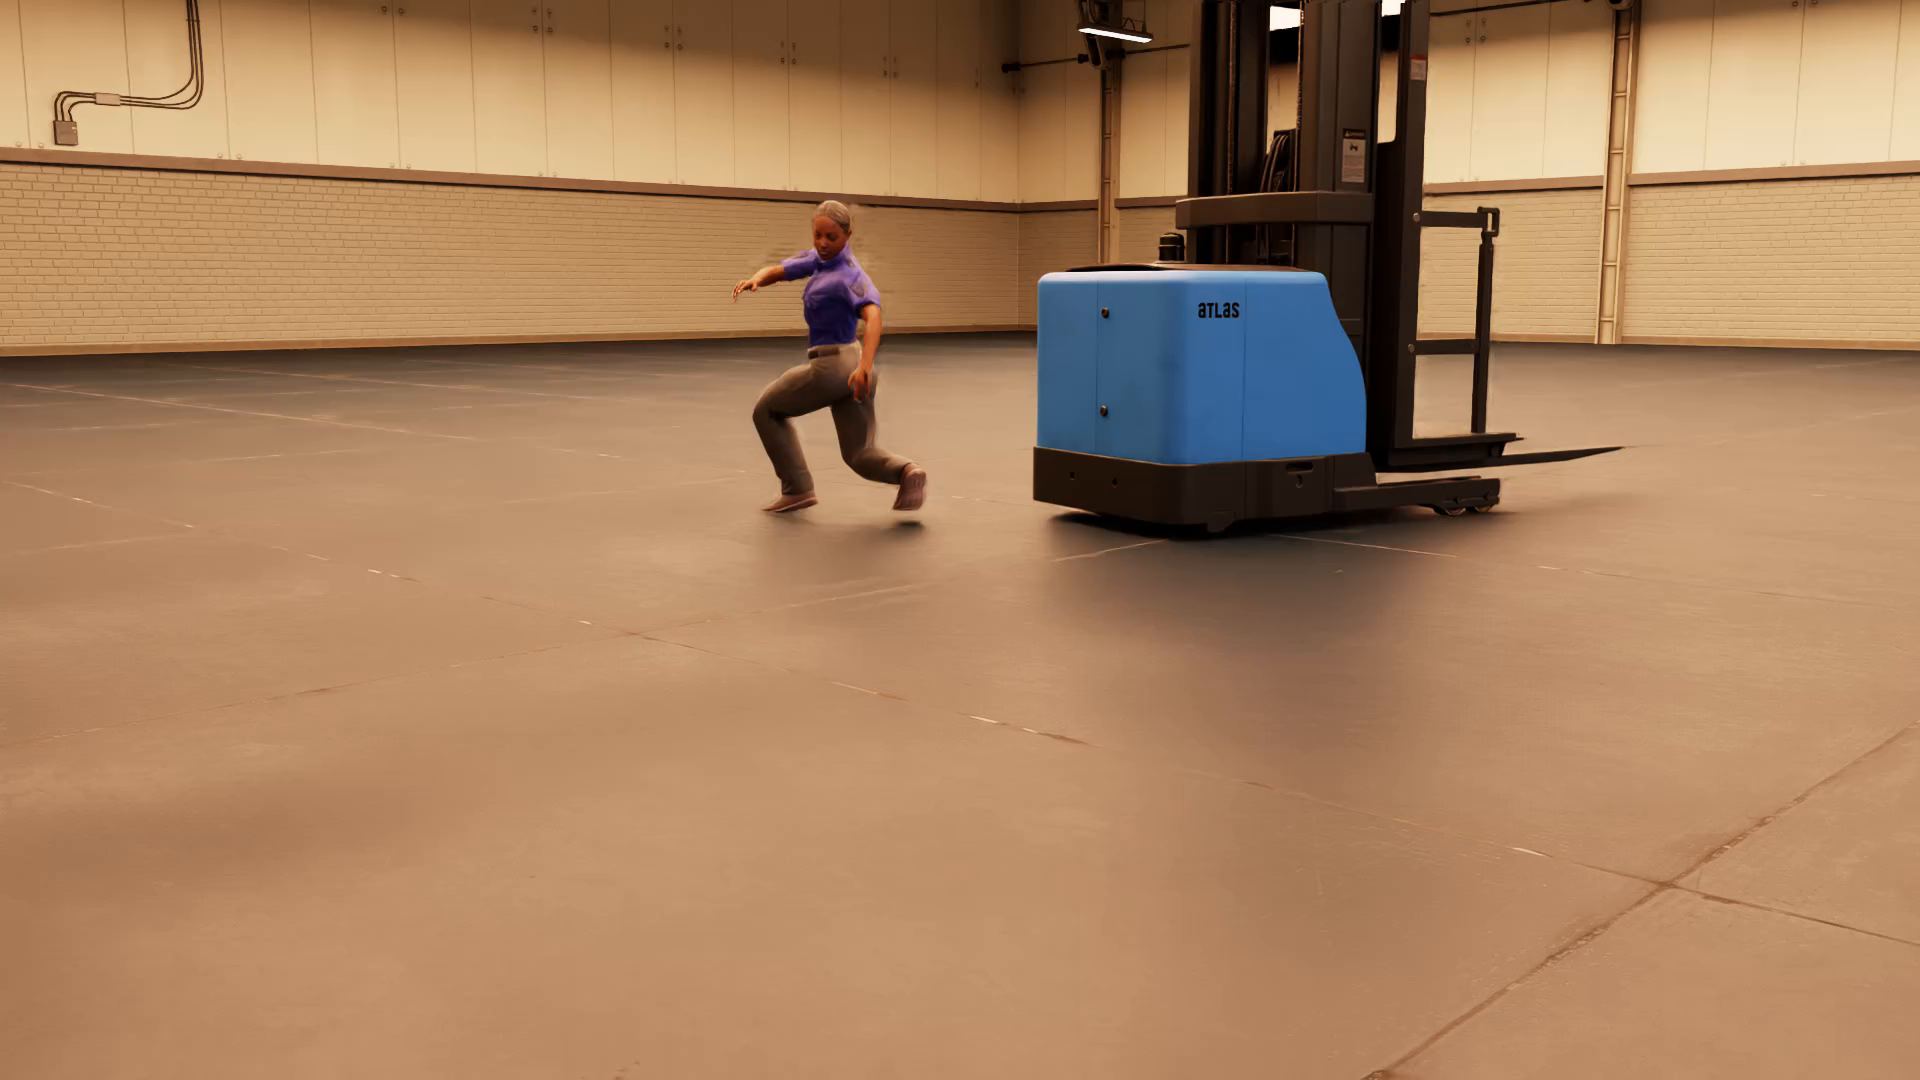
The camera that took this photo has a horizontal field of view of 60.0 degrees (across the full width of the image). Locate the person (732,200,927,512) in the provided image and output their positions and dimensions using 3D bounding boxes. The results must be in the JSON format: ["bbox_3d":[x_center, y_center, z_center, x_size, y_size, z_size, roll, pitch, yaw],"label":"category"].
[{"bbox_3d":[-0.566,-0.752,7.249,0.916,1.431,0.685,4,9,23],"label":"person"}]

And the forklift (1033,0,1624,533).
[{"bbox_3d":[1.851,-1.616,7.609,3.031,2.935,1.130,-5,10,-31],"label":"forklift"}]
